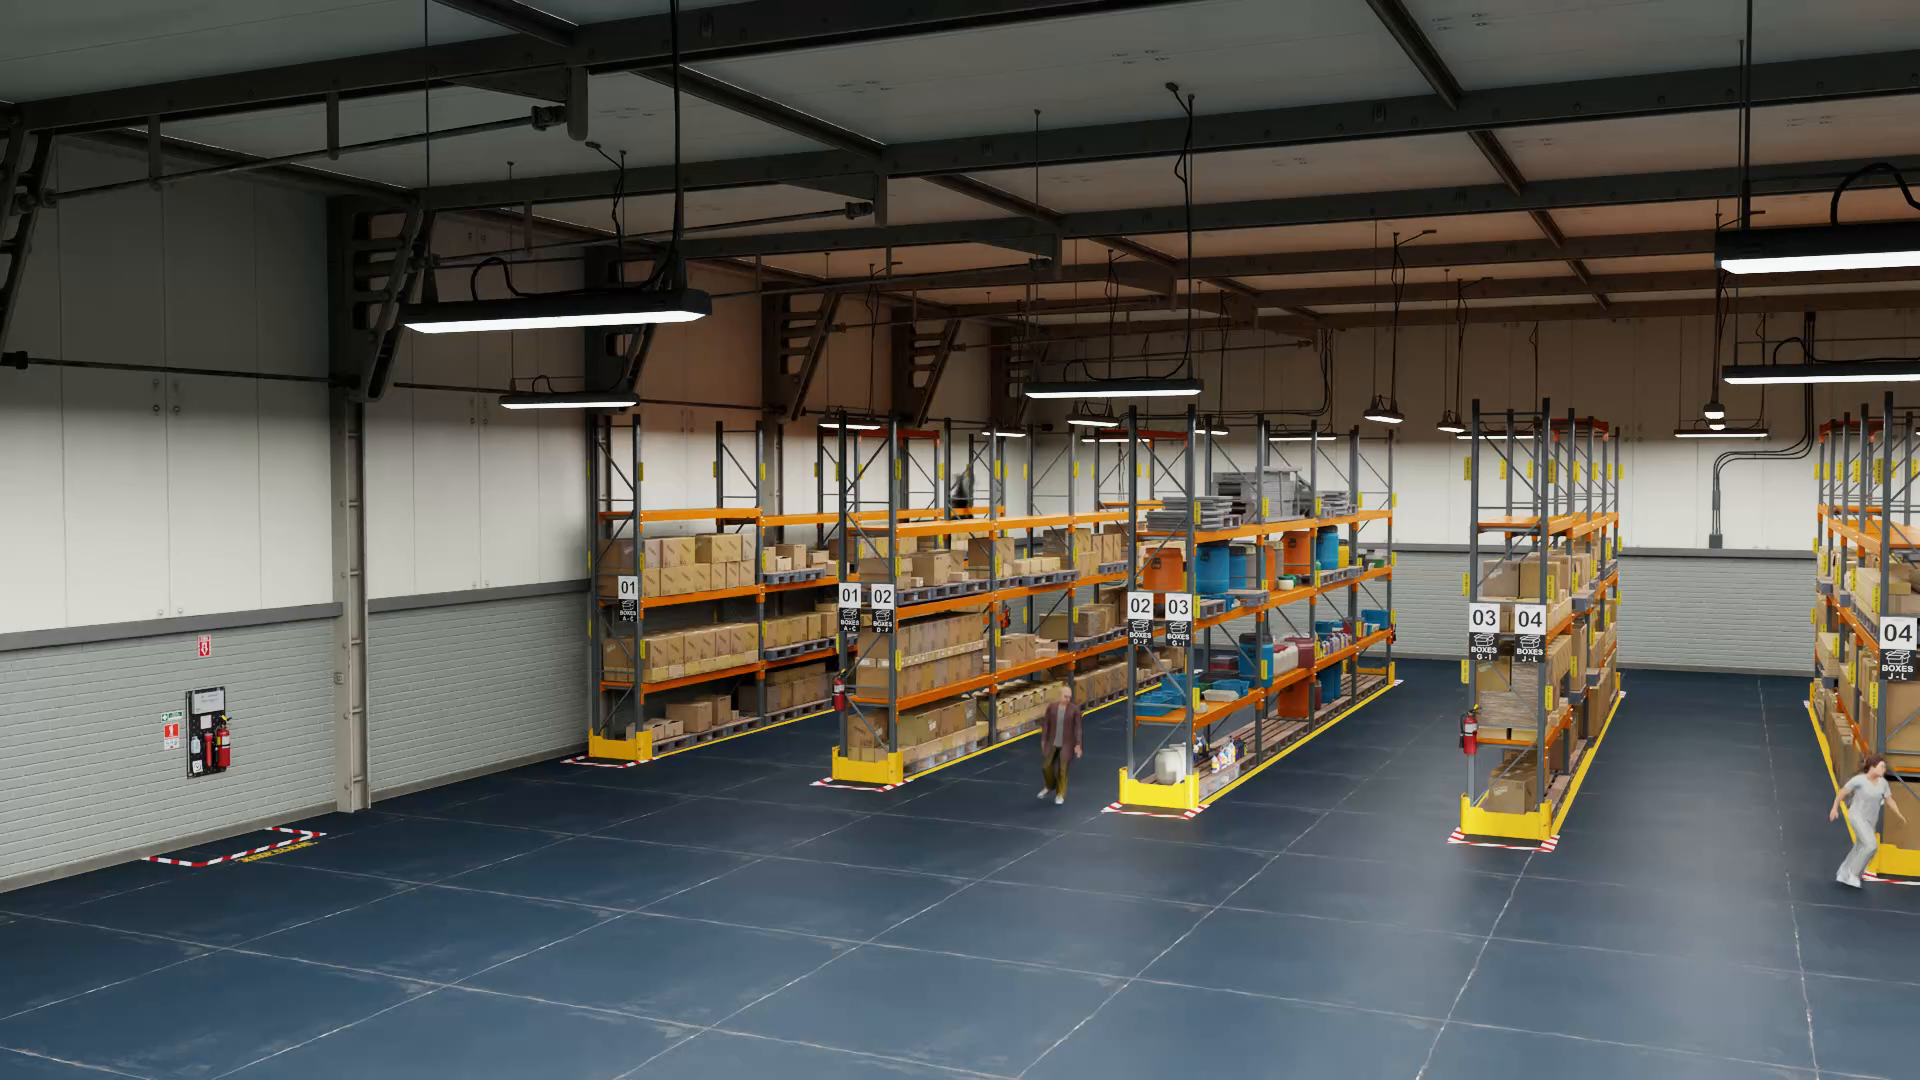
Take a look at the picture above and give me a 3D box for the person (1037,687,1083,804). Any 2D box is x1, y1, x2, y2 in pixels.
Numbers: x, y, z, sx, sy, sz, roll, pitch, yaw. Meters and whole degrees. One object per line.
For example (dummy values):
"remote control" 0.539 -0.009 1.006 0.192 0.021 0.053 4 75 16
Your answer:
"person" 1.498 3.067 24.988 0.710 1.758 0.543 1 2 13

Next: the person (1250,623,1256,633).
"person" 6.436 2.668 36.270 0.564 1.714 0.666 2 3 37

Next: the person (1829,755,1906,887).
"person" 10.852 3.360 19.860 0.550 1.614 0.786 -1 2 -18
